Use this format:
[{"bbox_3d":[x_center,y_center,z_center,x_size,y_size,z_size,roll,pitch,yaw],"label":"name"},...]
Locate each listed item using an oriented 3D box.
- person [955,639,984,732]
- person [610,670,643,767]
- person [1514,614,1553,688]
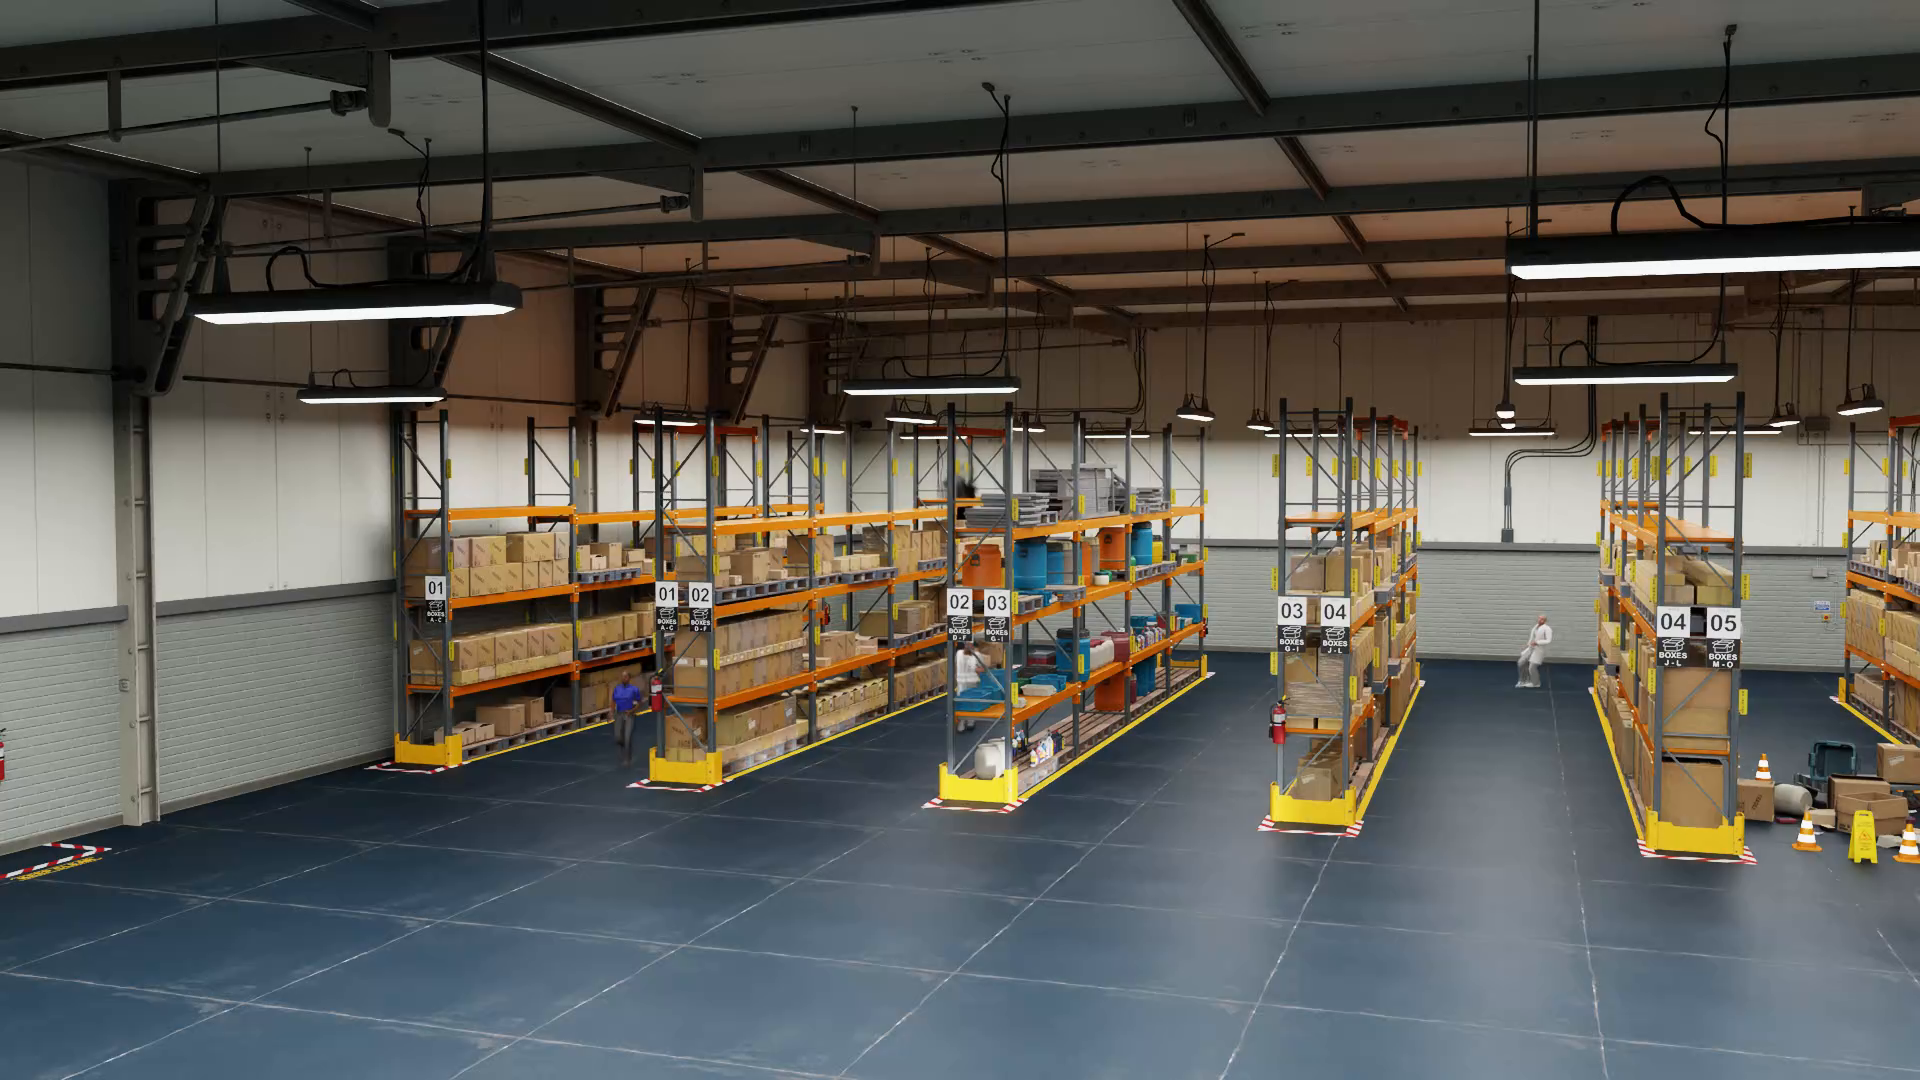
[{"bbox_3d":[0.128,2.753,31.760,0.659,1.825,0.747,0,2,5],"label":"person"},{"bbox_3d":[-5.639,3.005,28.028,0.575,1.615,0.560,0,2,6],"label":"person"},{"bbox_3d":[13.080,2.553,37.851,0.600,1.740,0.773,-1,3,-24],"label":"person"}]
